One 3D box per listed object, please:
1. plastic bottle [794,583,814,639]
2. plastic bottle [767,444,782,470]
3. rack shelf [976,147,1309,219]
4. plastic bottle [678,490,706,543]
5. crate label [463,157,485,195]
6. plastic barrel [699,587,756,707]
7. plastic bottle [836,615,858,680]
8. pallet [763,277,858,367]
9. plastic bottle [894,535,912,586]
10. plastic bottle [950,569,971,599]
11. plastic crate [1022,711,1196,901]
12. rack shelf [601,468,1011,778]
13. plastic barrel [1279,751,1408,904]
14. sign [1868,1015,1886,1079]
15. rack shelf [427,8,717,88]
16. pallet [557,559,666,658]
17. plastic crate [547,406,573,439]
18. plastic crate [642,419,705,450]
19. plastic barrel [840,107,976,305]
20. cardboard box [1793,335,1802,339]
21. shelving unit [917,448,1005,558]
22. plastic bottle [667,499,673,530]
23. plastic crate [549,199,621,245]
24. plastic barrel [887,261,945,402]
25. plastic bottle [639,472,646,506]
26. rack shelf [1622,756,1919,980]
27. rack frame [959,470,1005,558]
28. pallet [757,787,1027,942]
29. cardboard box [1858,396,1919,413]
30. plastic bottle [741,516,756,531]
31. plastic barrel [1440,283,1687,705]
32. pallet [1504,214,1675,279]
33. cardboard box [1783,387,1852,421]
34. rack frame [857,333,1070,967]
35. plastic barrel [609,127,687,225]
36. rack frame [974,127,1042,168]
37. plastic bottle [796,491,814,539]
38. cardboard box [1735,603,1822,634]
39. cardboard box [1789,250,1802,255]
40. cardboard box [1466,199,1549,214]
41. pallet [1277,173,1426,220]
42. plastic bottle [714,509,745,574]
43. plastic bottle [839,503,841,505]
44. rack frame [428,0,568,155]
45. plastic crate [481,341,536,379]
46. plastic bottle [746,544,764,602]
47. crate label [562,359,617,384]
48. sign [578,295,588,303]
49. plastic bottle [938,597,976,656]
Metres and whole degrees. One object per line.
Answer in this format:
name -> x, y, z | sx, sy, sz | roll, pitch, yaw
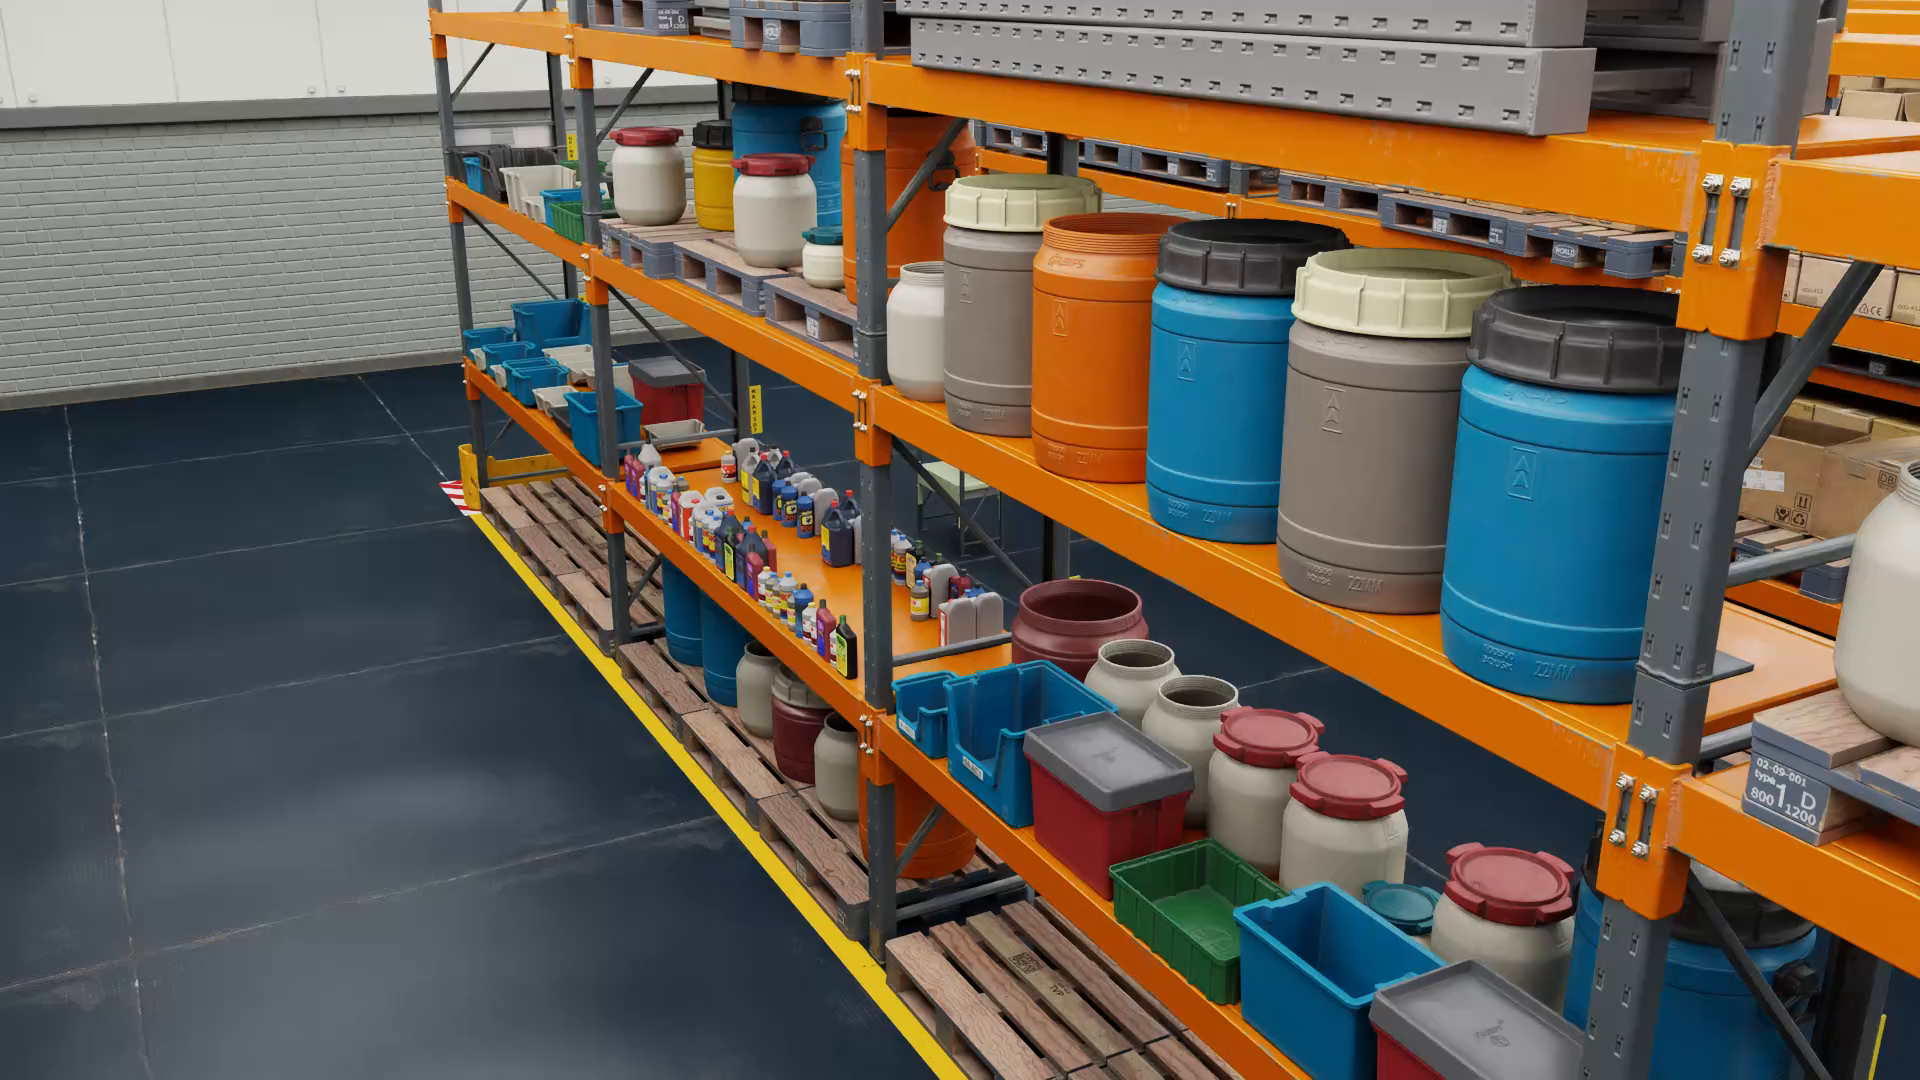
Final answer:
plastic bottle -> -0.770, 0.346, 8.229 | 0.097, 0.271, 0.097 | 0, 19, 0
plastic bottle -> -1.137, -0.419, 10.323 | 0.144, 0.351, 0.185 | -10, 21, -27
rack shelf -> 1.548, -3.075, 14.447 | 1.077, 0.370, 4.000 | -10, 21, -27
plastic bottle -> -1.537, -0.139, 9.626 | 0.152, 0.276, 0.135 | -10, 21, -27
crate label -> -3.607, -2.836, 12.882 | 0.408, 0.251, 0.502 | -10, 21, -27
plastic barrel -> -1.282, 0.500, 10.157 | 0.600, 0.901, 0.708 | -10, 21, -27
plastic bottle -> -0.529, 0.498, 7.769 | 0.061, 0.283, 0.133 | -10, 21, -27
pallet -> -0.239, -1.071, 7.826 | 1.003, 0.211, 1.213 | -10, 21, -27
plastic bottle -> -0.307, 0.105, 8.927 | 0.097, 0.271, 0.097 | 0, 19, 0
plastic bottle -> 0.001, 0.272, 8.423 | 0.061, 0.283, 0.133 | -10, 21, -27
plastic crate -> 0.536, 0.974, 6.112 | 0.402, 0.464, 0.583 | -10, 21, -27
rack shelf -> -0.912, 0.259, 9.386 | 1.077, 0.370, 4.000 | -10, 21, -27
plastic barrel -> 1.328, 1.058, 5.759 | 0.433, 0.535, 0.433 | 0, 19, 0
sign -> 2.427, 1.428, 4.469 | 0.100, 0.325, 0.005 | -10, 21, -27
rack shelf -> -2.811, -3.536, 11.800 | 1.077, 0.370, 4.000 | -10, 21, -27
pallet -> -2.245, 0.458, 11.981 | 1.003, 0.211, 1.213 | -10, 21, -27
plastic crate -> -2.629, -0.833, 11.778 | 0.437, 0.125, 0.590 | -10, 21, -27
plastic crate -> -1.957, -0.715, 11.417 | 0.396, 0.136, 0.243 | -10, 21, -27
plastic barrel -> -0.229, -1.490, 7.450 | 0.600, 0.830, 0.708 | -10, 21, -27
cardboard box -> 7.184, -1.761, 13.878 | 0.380, 0.149, 0.250 | -11, 22, -29
shelving unit -> 0.003, -0.707, 13.381 | 0.431, 1.500, 0.755 | -10, 21, -27
plastic bottle -> -1.680, -0.171, 9.833 | 0.097, 0.201, 0.097 | 0, 19, 0
plastic crate -> -2.329, -2.048, 10.694 | 0.450, 0.188, 0.662 | -10, 21, -27
plastic barrel -> -0.084, -0.841, 6.701 | 0.421, 0.512, 0.421 | 0, 19, 0
plastic bottle -> -1.928, -0.322, 10.269 | 0.097, 0.201, 0.097 | 0, 19, 0
rack shelf -> 2.887, 1.137, 2.241 | 1.077, 0.370, 4.000 | -10, 21, -27
rack frame -> 0.177, -0.602, 13.077 | 0.400, 1.500, 0.023 | -10, 21, -27
pallet -> -0.373, 1.591, 8.697 | 1.003, 0.211, 1.213 | -10, 21, -27
cardboard box -> 7.983, -1.059, 14.142 | 0.500, 0.250, 0.500 | -11, 22, -29
plastic bottle -> -1.177, 0.001, 9.228 | 0.097, 0.271, 0.097 | 0, 19, 0
plastic barrel -> 1.505, -0.126, 4.031 | 0.600, 0.901, 0.708 | -10, 21, -27
pallet -> 4.045, -1.780, 9.881 | 1.213, 0.211, 1.003 | -9, 21, -24
cardboard box -> 7.284, -1.128, 14.340 | 0.500, 0.250, 0.500 | -9, 21, -25
rack frame -> 0.038, 0.493, 7.605 | 1.000, 3.000, 0.127 | -10, 21, -27
plastic barrel -> -1.832, -2.146, 9.802 | 0.433, 0.535, 0.433 | 0, 19, 0
rack frame -> 0.598, -2.571, 16.483 | 1.000, 3.000, 0.127 | -10, 21, -27
plastic bottle -> -0.904, -0.152, 9.671 | 0.097, 0.271, 0.097 | 0, 19, 0
cardboard box -> 4.742, 0.533, 9.498 | 0.500, 0.250, 0.500 | -9, 21, -24
cardboard box -> 4.394, -1.801, 8.734 | 0.500, 0.500, 0.500 | -10, 21, -26
cardboard box -> 3.557, -2.336, 10.408 | 0.500, 0.500, 0.500 | -9, 21, -24
pallet -> 2.976, -2.495, 11.957 | 0.805, 0.209, 1.217 | -11, 22, -29
plastic bottle -> -1.262, -0.005, 9.124 | 0.144, 0.351, 0.185 | -10, 21, -27
plastic bottle -> -0.653, -0.123, 9.568 | 0.061, 0.283, 0.133 | -10, 21, -27
rack frame -> -3.761, -4.640, 13.281 | 1.000, 3.000, 0.127 | -10, 21, -27
plastic crate -> -3.621, -1.442, 13.377 | 0.416, 0.233, 0.300 | -10, 21, -27
plastic bottle -> -1.072, 0.170, 8.719 | 0.061, 0.283, 0.133 | -10, 21, -27
crate label -> -2.936, -1.340, 13.228 | 0.396, 0.136, 0.243 | -10, 21, -27
sign -> -3.284, -1.971, 14.494 | 0.100, 0.325, 0.005 | -10, 21, -27
plastic bottle -> -0.017, 0.401, 8.062 | 0.152, 0.276, 0.135 | -10, 21, -27
